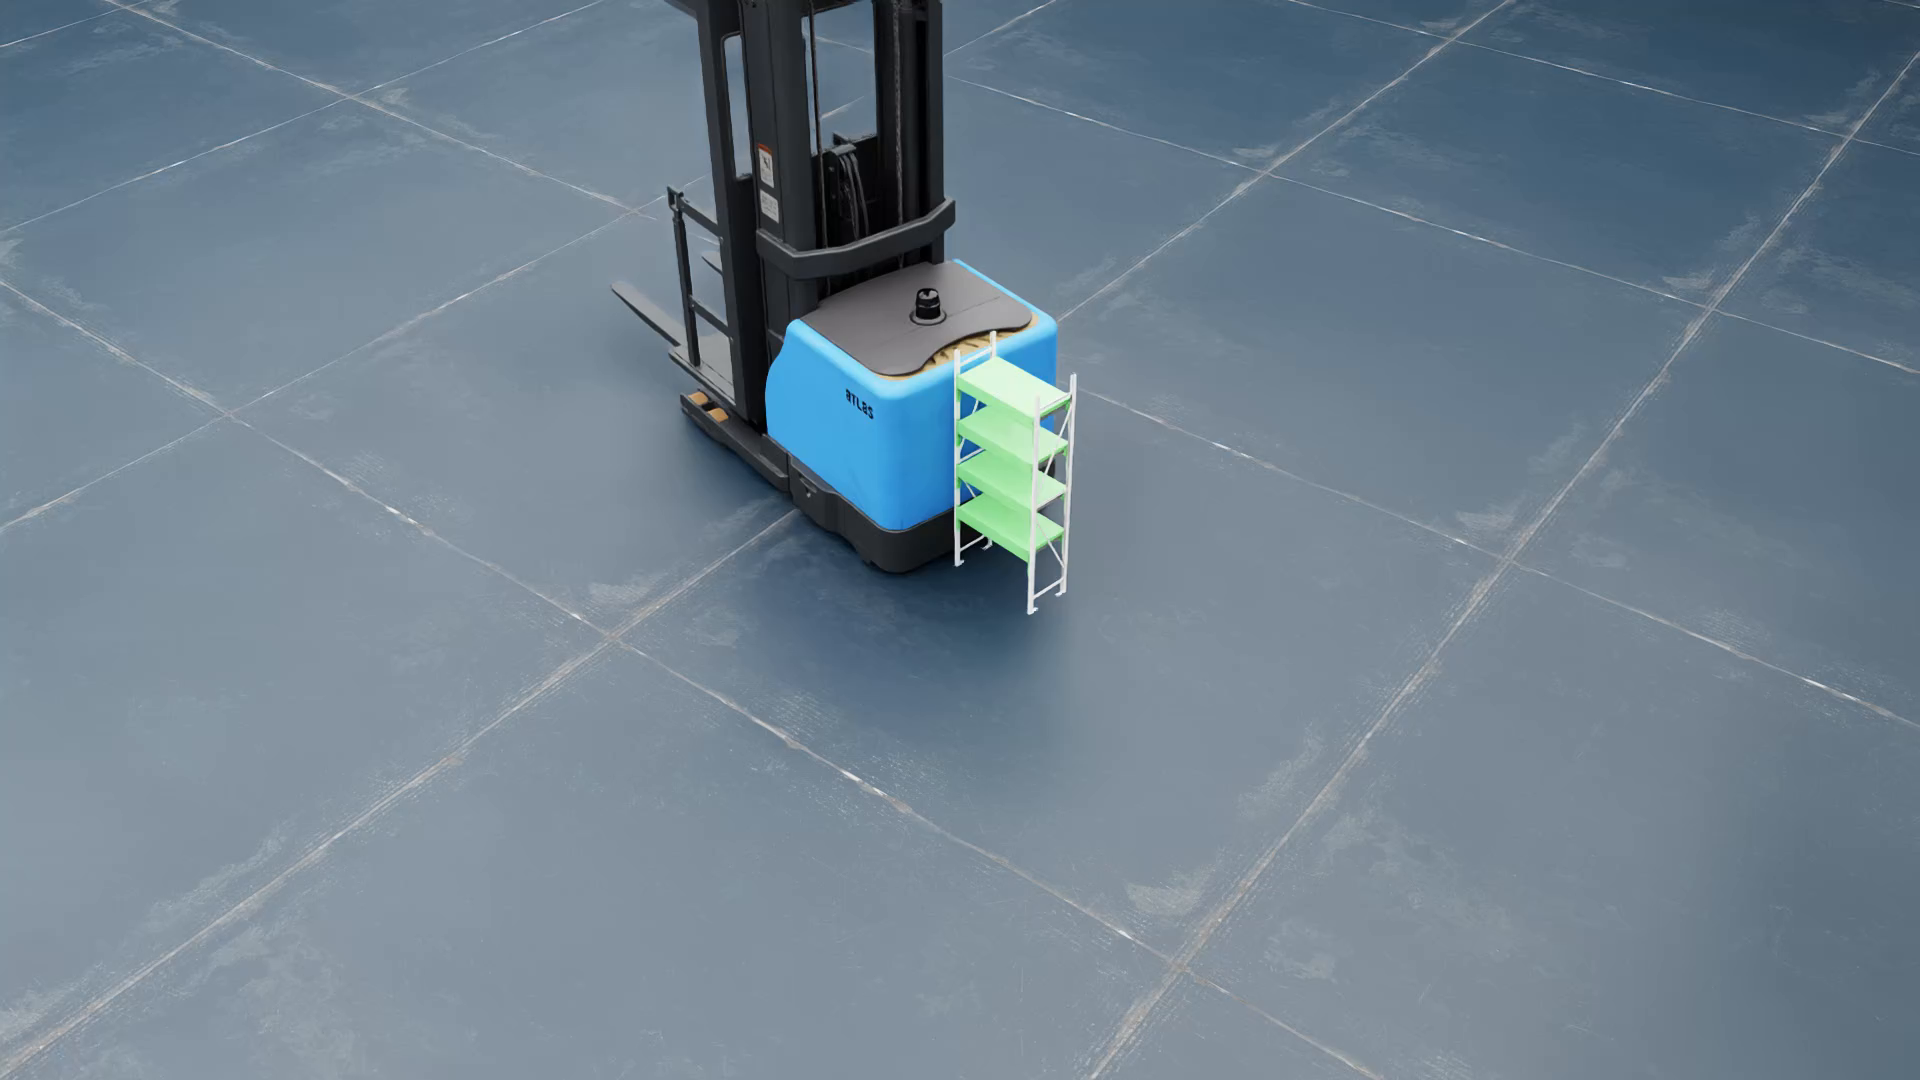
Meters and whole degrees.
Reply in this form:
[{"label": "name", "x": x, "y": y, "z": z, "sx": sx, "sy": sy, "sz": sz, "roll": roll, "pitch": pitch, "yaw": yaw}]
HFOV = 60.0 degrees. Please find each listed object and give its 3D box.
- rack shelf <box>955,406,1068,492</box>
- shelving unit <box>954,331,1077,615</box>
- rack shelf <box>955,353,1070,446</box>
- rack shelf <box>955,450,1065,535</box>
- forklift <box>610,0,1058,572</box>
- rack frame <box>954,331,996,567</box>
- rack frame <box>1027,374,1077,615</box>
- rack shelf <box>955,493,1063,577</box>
[{"label": "rack shelf", "x": 0.235, "y": -0.428, "z": 7.398, "sx": 0.258, "sy": 0.148, "sz": 0.480, "roll": -30, "pitch": 47, "yaw": -33}, {"label": "shelving unit", "x": 0.235, "y": -0.289, "z": 7.507, "sx": 0.258, "sy": 1.200, "sz": 0.503, "roll": -30, "pitch": 47, "yaw": -33}, {"label": "rack shelf", "x": 0.235, "y": -0.617, "z": 7.250, "sx": 0.258, "sy": 0.148, "sz": 0.480, "roll": -30, "pitch": 47, "yaw": -33}, {"label": "rack shelf", "x": 0.235, "y": -0.239, "z": 7.546, "sx": 0.258, "sy": 0.148, "sz": 0.480, "roll": -30, "pitch": 47, "yaw": -33}, {"label": "forklift", "x": -0.833, "y": -1.852, "z": 8.099, "sx": 1.130, "sy": 2.935, "sz": 3.031, "roll": -26, "pitch": 45, "yaw": -29}, {"label": "rack frame", "x": 0.067, "y": -0.398, "z": 7.646, "sx": 0.240, "sy": 1.200, "sz": 0.015, "roll": -30, "pitch": 47, "yaw": -33}, {"label": "rack frame", "x": 0.404, "y": -0.180, "z": 7.368, "sx": 0.240, "sy": 1.200, "sz": 0.015, "roll": -30, "pitch": 47, "yaw": -33}, {"label": "rack shelf", "x": 0.235, "y": -0.050, "z": 7.694, "sx": 0.258, "sy": 0.148, "sz": 0.480, "roll": -30, "pitch": 47, "yaw": -33}]
